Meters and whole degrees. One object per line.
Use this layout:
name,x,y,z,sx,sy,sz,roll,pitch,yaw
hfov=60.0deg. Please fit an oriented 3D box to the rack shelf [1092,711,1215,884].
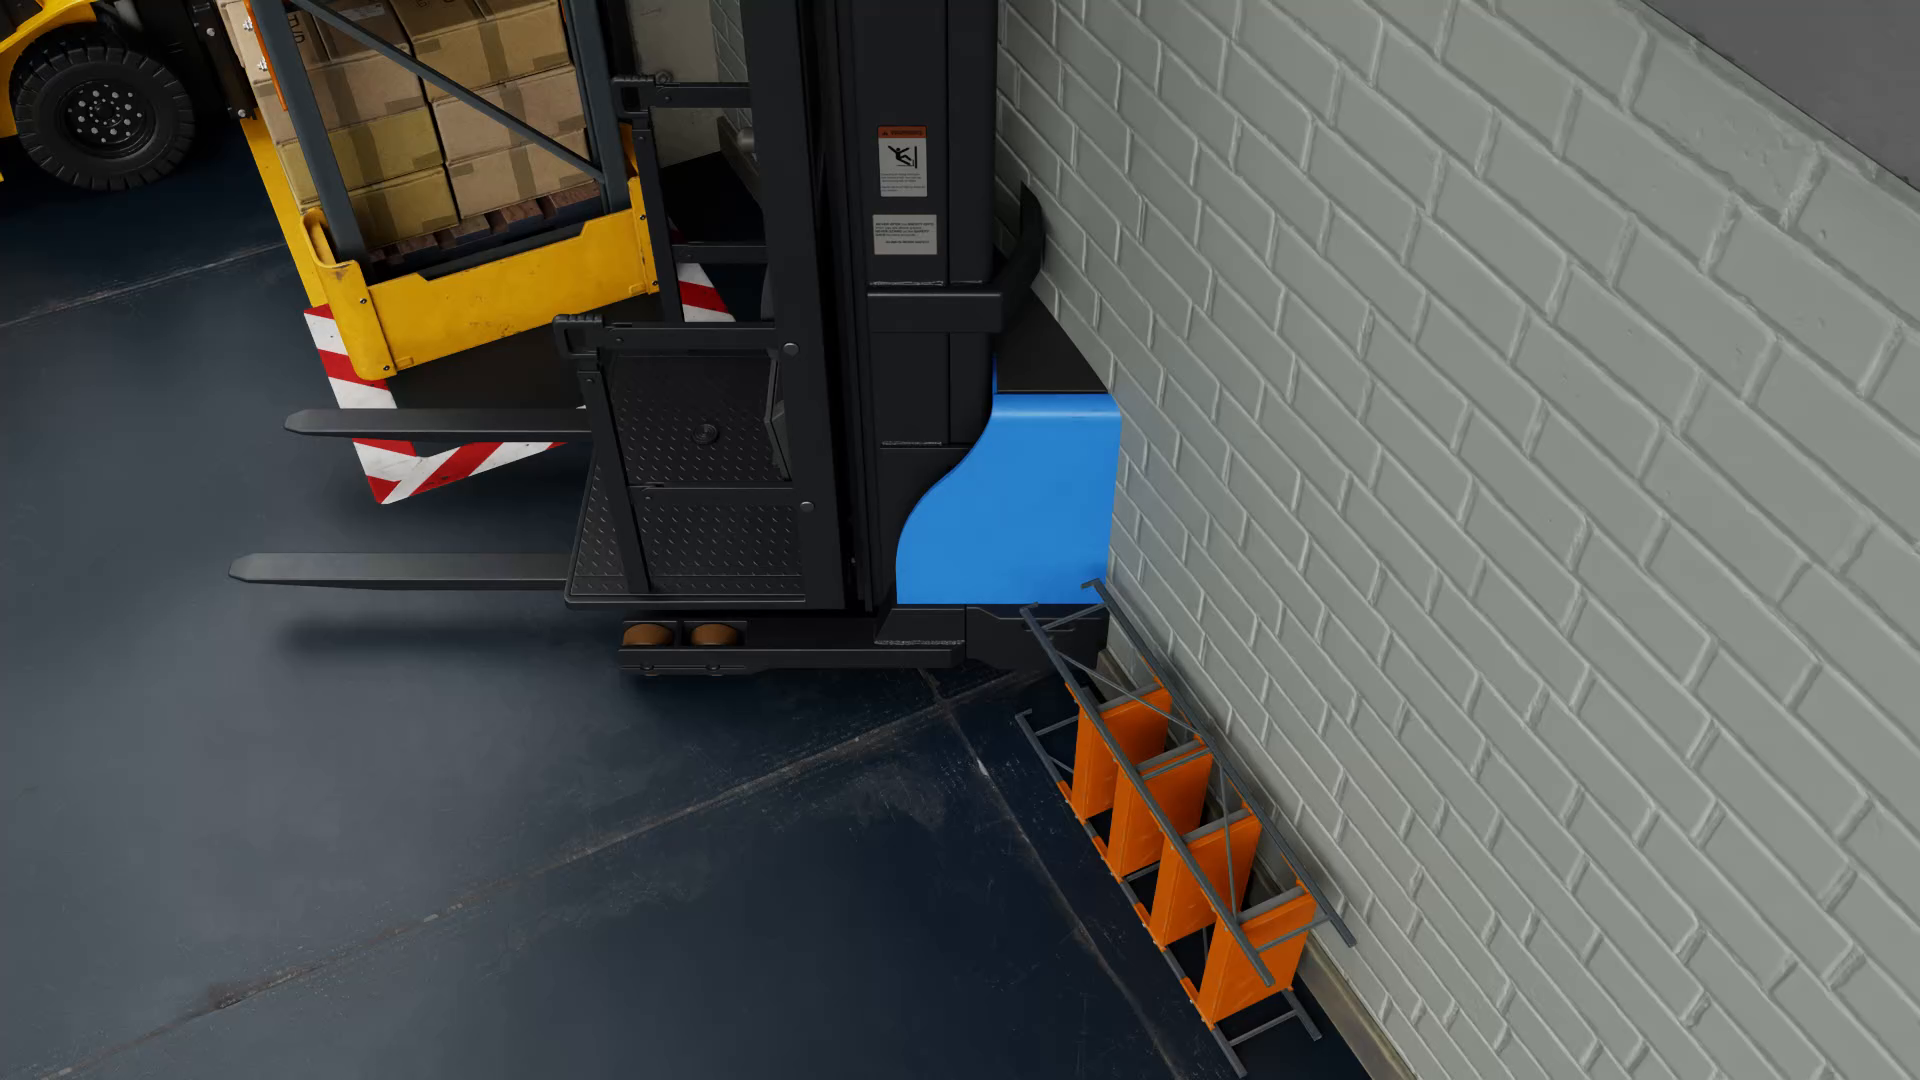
rack shelf,0.501,0.667,4.324,0.258,0.480,0.148,-20,52,-17

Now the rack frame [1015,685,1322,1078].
rack frame,0.530,0.873,4.468,0.240,0.015,1.200,-20,52,-17

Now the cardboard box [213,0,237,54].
cardboard box,-2.604,-2.145,6.349,0.500,0.250,0.500,-22,52,-18

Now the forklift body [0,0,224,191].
forklift body,-4.118,-2.213,5.757,2.313,2.155,1.214,-21,52,-18

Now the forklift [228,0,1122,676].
forklift,-0.630,-0.965,4.147,3.031,2.935,1.130,0,49,0

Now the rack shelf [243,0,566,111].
rack shelf,-2.543,-2.953,6.318,1.077,0.370,4.000,-21,52,-18

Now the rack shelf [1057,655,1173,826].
rack shelf,0.413,0.533,4.441,0.258,0.480,0.148,-20,52,-17

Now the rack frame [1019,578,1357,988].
rack frame,0.530,0.552,4.100,0.240,0.015,1.200,-20,52,-17

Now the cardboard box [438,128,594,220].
cardboard box,-1.679,-1.481,6.100,0.500,0.250,0.500,-21,52,-17

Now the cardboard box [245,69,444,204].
cardboard box,-2.129,-1.467,5.756,0.500,0.250,0.500,-22,52,-18

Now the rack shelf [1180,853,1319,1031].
rack shelf,0.703,0.978,4.052,0.258,0.480,0.148,-20,52,-17

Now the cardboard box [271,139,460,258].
cardboard box,-2.124,-1.290,5.933,0.500,0.250,0.500,-21,52,-17

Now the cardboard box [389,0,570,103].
cardboard box,-1.680,-1.801,5.716,0.500,0.250,0.500,-22,52,-18

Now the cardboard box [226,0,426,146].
cardboard box,-2.116,-1.614,5.553,0.500,0.250,0.500,-20,52,-16

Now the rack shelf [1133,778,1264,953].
rack shelf,0.599,0.818,4.192,0.258,0.480,0.148,-20,52,-17

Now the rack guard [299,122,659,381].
rack guard,-1.617,-1.013,5.803,1.175,0.500,0.348,-21,52,-18

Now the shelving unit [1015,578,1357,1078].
shelving unit,0.530,0.712,4.284,0.258,0.503,1.200,-20,52,-17

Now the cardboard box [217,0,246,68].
cardboard box,-2.355,-1.954,5.850,0.500,0.250,0.500,-20,52,-17

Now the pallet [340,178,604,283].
pallet,-2.015,-1.431,6.361,1.003,0.211,1.213,-21,52,-18

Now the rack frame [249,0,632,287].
rack frame,-1.628,-1.852,4.877,1.000,3.000,0.127,-21,52,-18

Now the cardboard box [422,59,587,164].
cardboard box,-1.658,-1.635,5.903,0.500,0.250,0.500,-20,52,-17

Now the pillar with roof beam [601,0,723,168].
pillar with roof beam,-4.973,-3.120,2.001,9.100,9.000,0.400,-21,52,-18
